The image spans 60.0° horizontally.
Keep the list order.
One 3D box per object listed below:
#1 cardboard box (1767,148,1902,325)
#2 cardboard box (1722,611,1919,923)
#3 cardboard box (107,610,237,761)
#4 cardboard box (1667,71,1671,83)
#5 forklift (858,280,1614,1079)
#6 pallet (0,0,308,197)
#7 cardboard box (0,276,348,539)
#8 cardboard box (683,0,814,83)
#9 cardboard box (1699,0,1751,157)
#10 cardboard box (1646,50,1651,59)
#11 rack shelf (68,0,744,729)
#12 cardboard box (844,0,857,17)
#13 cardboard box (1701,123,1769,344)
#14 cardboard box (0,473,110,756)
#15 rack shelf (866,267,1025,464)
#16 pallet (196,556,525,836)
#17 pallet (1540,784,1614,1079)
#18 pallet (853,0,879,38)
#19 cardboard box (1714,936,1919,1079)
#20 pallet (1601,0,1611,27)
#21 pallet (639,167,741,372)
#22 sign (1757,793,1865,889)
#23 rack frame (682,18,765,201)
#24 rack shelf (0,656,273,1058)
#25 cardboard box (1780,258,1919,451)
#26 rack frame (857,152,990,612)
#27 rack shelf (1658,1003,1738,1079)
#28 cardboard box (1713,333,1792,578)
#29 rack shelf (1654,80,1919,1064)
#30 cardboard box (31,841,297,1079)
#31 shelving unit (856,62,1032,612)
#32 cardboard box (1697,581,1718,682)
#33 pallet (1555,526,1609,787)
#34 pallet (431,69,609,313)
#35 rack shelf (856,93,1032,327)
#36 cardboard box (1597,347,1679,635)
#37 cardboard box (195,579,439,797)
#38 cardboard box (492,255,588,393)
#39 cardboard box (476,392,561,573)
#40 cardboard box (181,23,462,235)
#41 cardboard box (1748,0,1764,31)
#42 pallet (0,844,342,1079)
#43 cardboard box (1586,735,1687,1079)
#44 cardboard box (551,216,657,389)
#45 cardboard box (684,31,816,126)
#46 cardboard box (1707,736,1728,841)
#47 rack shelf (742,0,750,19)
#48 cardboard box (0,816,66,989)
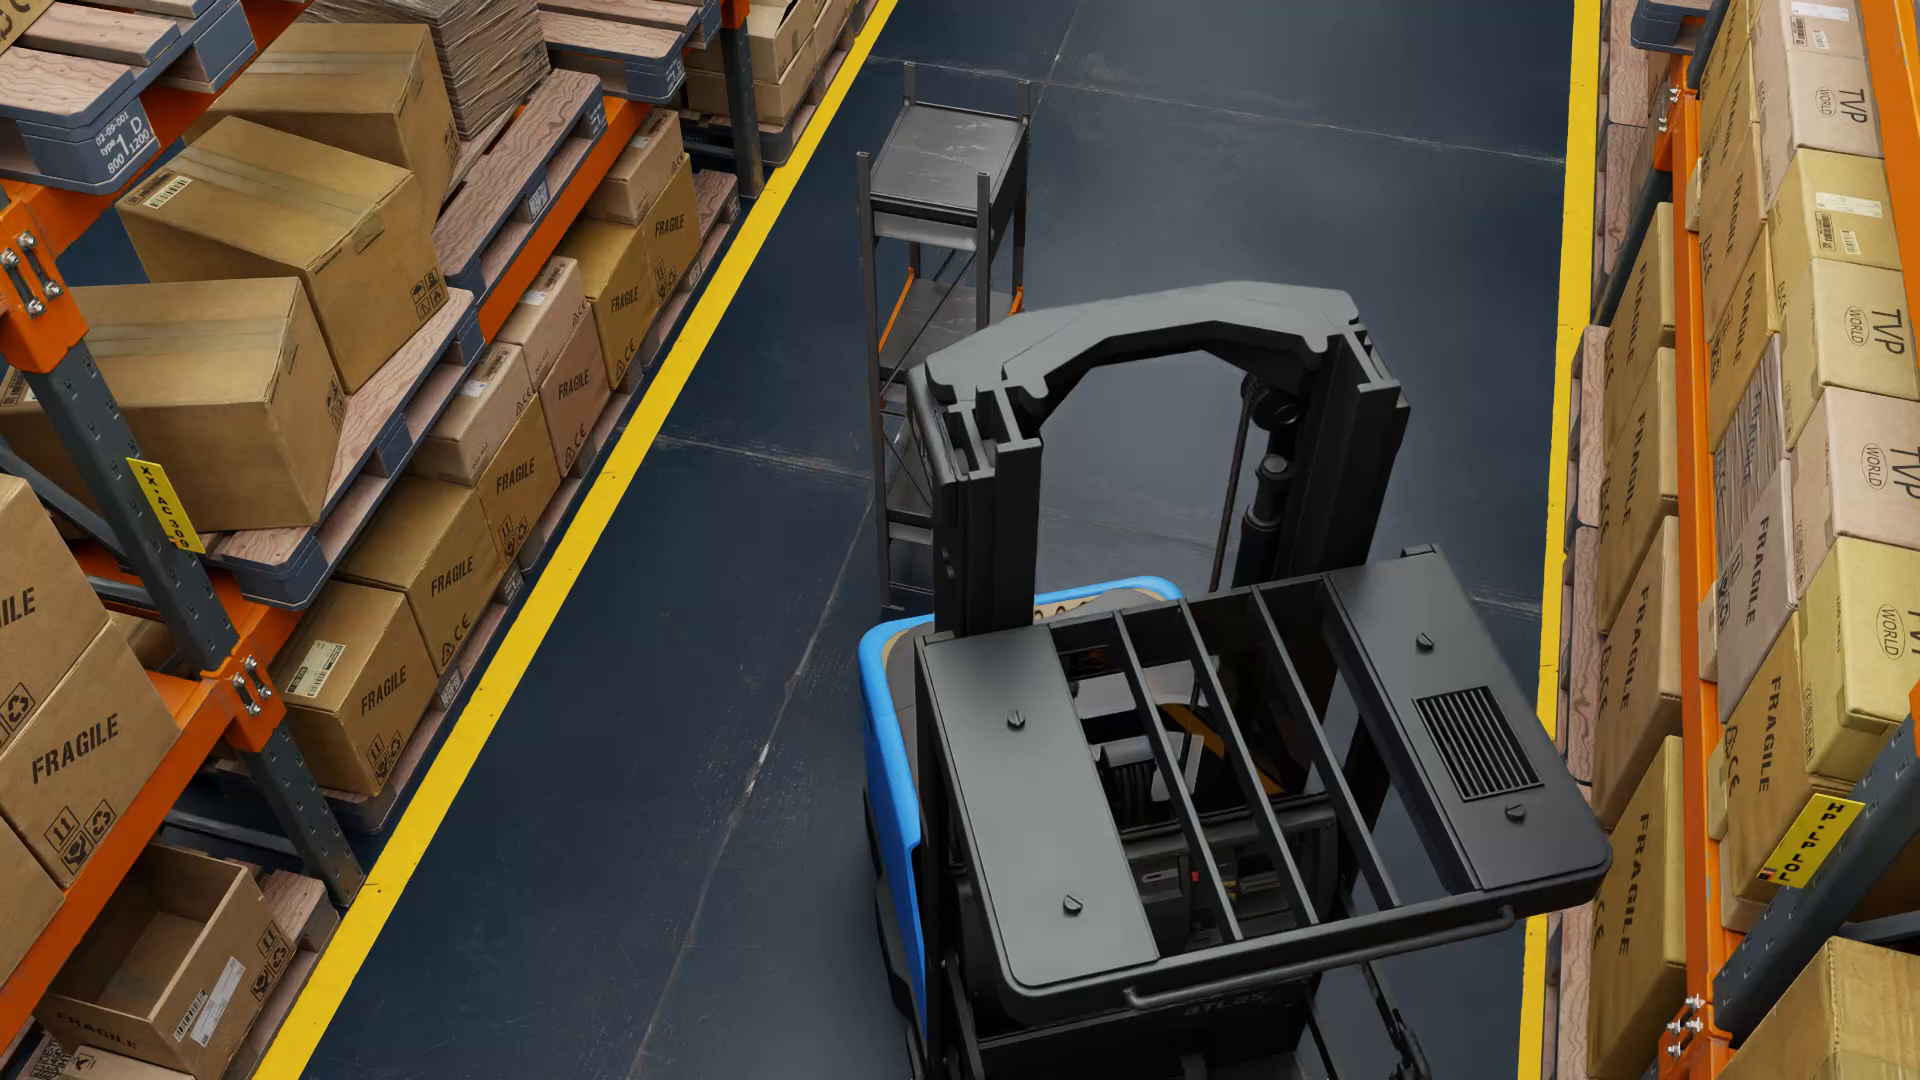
[{"bbox_3d":[2.554,-0.804,4.599,0.500,0.250,0.500,11,49,9],"label":"cardboard box"},{"bbox_3d":[2.144,0.555,3.900,0.500,0.500,0.500,11,49,9],"label":"cardboard box"},{"bbox_3d":[-2.661,0.370,5.716,0.500,0.500,0.500,11,50,10],"label":"cardboard box"},{"bbox_3d":[3.706,-2.016,7.821,0.700,0.500,0.500,11,50,10],"label":"cardboard box"},{"bbox_3d":[0.507,0.997,3.834,1.130,2.935,3.031,-10,49,-9],"label":"forklift"},{"bbox_3d":[-2.275,-1.287,3.928,1.213,0.211,1.003,12,50,10],"label":"pallet"},{"bbox_3d":[-2.174,-0.369,4.647,0.700,0.500,0.500,-3,49,-3],"label":"cardboard box"},{"bbox_3d":[-1.040,-2.527,8.078,0.500,0.311,0.500,13,50,11],"label":"cardboard box"},{"bbox_3d":[2.944,-1.654,5.850,0.500,0.500,0.500,13,50,11],"label":"cardboard box"},{"bbox_3d":[3.933,-2.748,8.467,0.700,0.500,0.500,12,50,10],"label":"cardboard box"},{"bbox_3d":[-1.988,-1.107,6.125,1.077,0.370,4.000,12,50,10],"label":"rack shelf"},{"bbox_3d":[-0.778,-3.083,8.943,0.500,0.250,0.500,10,49,9],"label":"cardboard box"},{"bbox_3d":[2.665,-0.918,5.200,0.500,0.500,0.500,11,50,10],"label":"cardboard box"},{"bbox_3d":[-2.398,0.155,3.798,0.500,0.500,0.500,12,50,10],"label":"cardboard box"},{"bbox_3d":[-0.044,-0.566,5.786,0.431,0.518,0.480,12,50,10],"label":"rack shelf"},{"bbox_3d":[-2.337,0.429,6.150,1.003,0.211,1.213,12,50,10],"label":"pallet"},{"bbox_3d":[2.396,1.426,5.269,1.003,0.211,1.213,12,50,10],"label":"pallet"},{"bbox_3d":[-0.884,-3.336,9.473,1.003,0.211,1.213,12,50,10],"label":"pallet"},{"bbox_3d":[2.107,1.366,3.262,0.980,0.700,0.700,12,50,11],"label":"cardboard box"},{"bbox_3d":[4.168,-3.224,9.373,1.003,0.211,1.213,12,50,10],"label":"pallet"},{"bbox_3d":[-1.694,-1.336,7.707,1.003,0.211,1.213,12,50,10],"label":"pallet"},{"bbox_3d":[1.740,0.620,3.402,0.100,0.325,0.005,12,50,10],"label":"sign"},{"bbox_3d":[-1.461,-2.792,7.132,1.000,3.000,0.127,12,50,10],"label":"rack frame"},{"bbox_3d":[-3.041,1.786,3.571,1.077,0.370,4.000,12,50,10],"label":"rack shelf"},{"bbox_3d":[2.420,-0.435,4.273,0.500,0.250,0.500,12,50,11],"label":"cardboard box"},{"bbox_3d":[-0.108,-0.399,5.620,0.400,2.100,0.015,12,50,10],"label":"rack frame"},{"bbox_3d":[1.739,2.761,2.711,1.077,0.370,4.000,12,50,10],"label":"rack shelf"},{"bbox_3d":[2.409,-0.178,4.547,0.500,0.500,0.500,12,50,10],"label":"cardboard box"},{"bbox_3d":[2.792,-0.132,5.265,1.077,0.370,4.000,12,50,10],"label":"rack shelf"},{"bbox_3d":[-2.390,1.251,4.938,0.500,0.500,0.500,12,50,10],"label":"cardboard box"},{"bbox_3d":[-0.044,-0.575,5.776,0.431,2.100,0.503,12,50,10],"label":"shelving unit"},{"bbox_3d":[2.250,0.284,4.572,0.380,0.149,0.250,12,50,10],"label":"cardboard box"},{"bbox_3d":[2.715,0.541,6.051,1.003,0.211,1.213,12,50,10],"label":"pallet"},{"bbox_3d":[-1.969,-1.320,5.962,1.003,0.211,1.213,12,50,10],"label":"pallet"},{"bbox_3d":[-0.044,-1.029,5.261,0.431,0.518,0.480,12,50,10],"label":"rack shelf"},{"bbox_3d":[2.762,-0.106,5.915,0.750,0.750,0.750,11,50,10],"label":"cardboard box"},{"bbox_3d":[-2.152,0.481,5.617,0.500,0.500,0.500,10,49,8],"label":"cardboard box"},{"bbox_3d":[-1.757,-0.853,6.295,0.500,0.250,0.500,11,49,9],"label":"cardboard box"},{"bbox_3d":[-1.883,-0.267,6.277,0.500,0.500,0.500,12,50,10],"label":"cardboard box"},{"bbox_3d":[-2.109,-1.360,5.522,0.700,0.500,0.500,0,49,0],"label":"cardboard box"},{"bbox_3d":[2.943,-1.905,5.571,0.500,0.250,0.500,13,50,11],"label":"cardboard box"},{"bbox_3d":[-2.696,1.521,5.186,1.003,0.211,1.213,12,50,10],"label":"pallet"},{"bbox_3d":[2.311,1.153,4.804,0.750,0.750,0.750,12,50,10],"label":"cardboard box"},{"bbox_3d":[-1.618,-1.013,6.936,0.500,0.500,0.500,10,49,9],"label":"cardboard box"},{"bbox_3d":[-1.040,-2.342,8.289,0.500,0.250,0.500,11,50,10],"label":"cardboard box"},{"bbox_3d":[2.125,0.665,4.235,0.380,0.149,0.250,12,50,11],"label":"cardboard box"},{"bbox_3d":[-0.935,-4.000,8.678,1.077,0.370,4.000,12,50,10],"label":"rack shelf"},{"bbox_3d":[-2.533,0.854,3.848,0.500,0.500,0.500,13,50,11],"label":"cardboard box"}]
